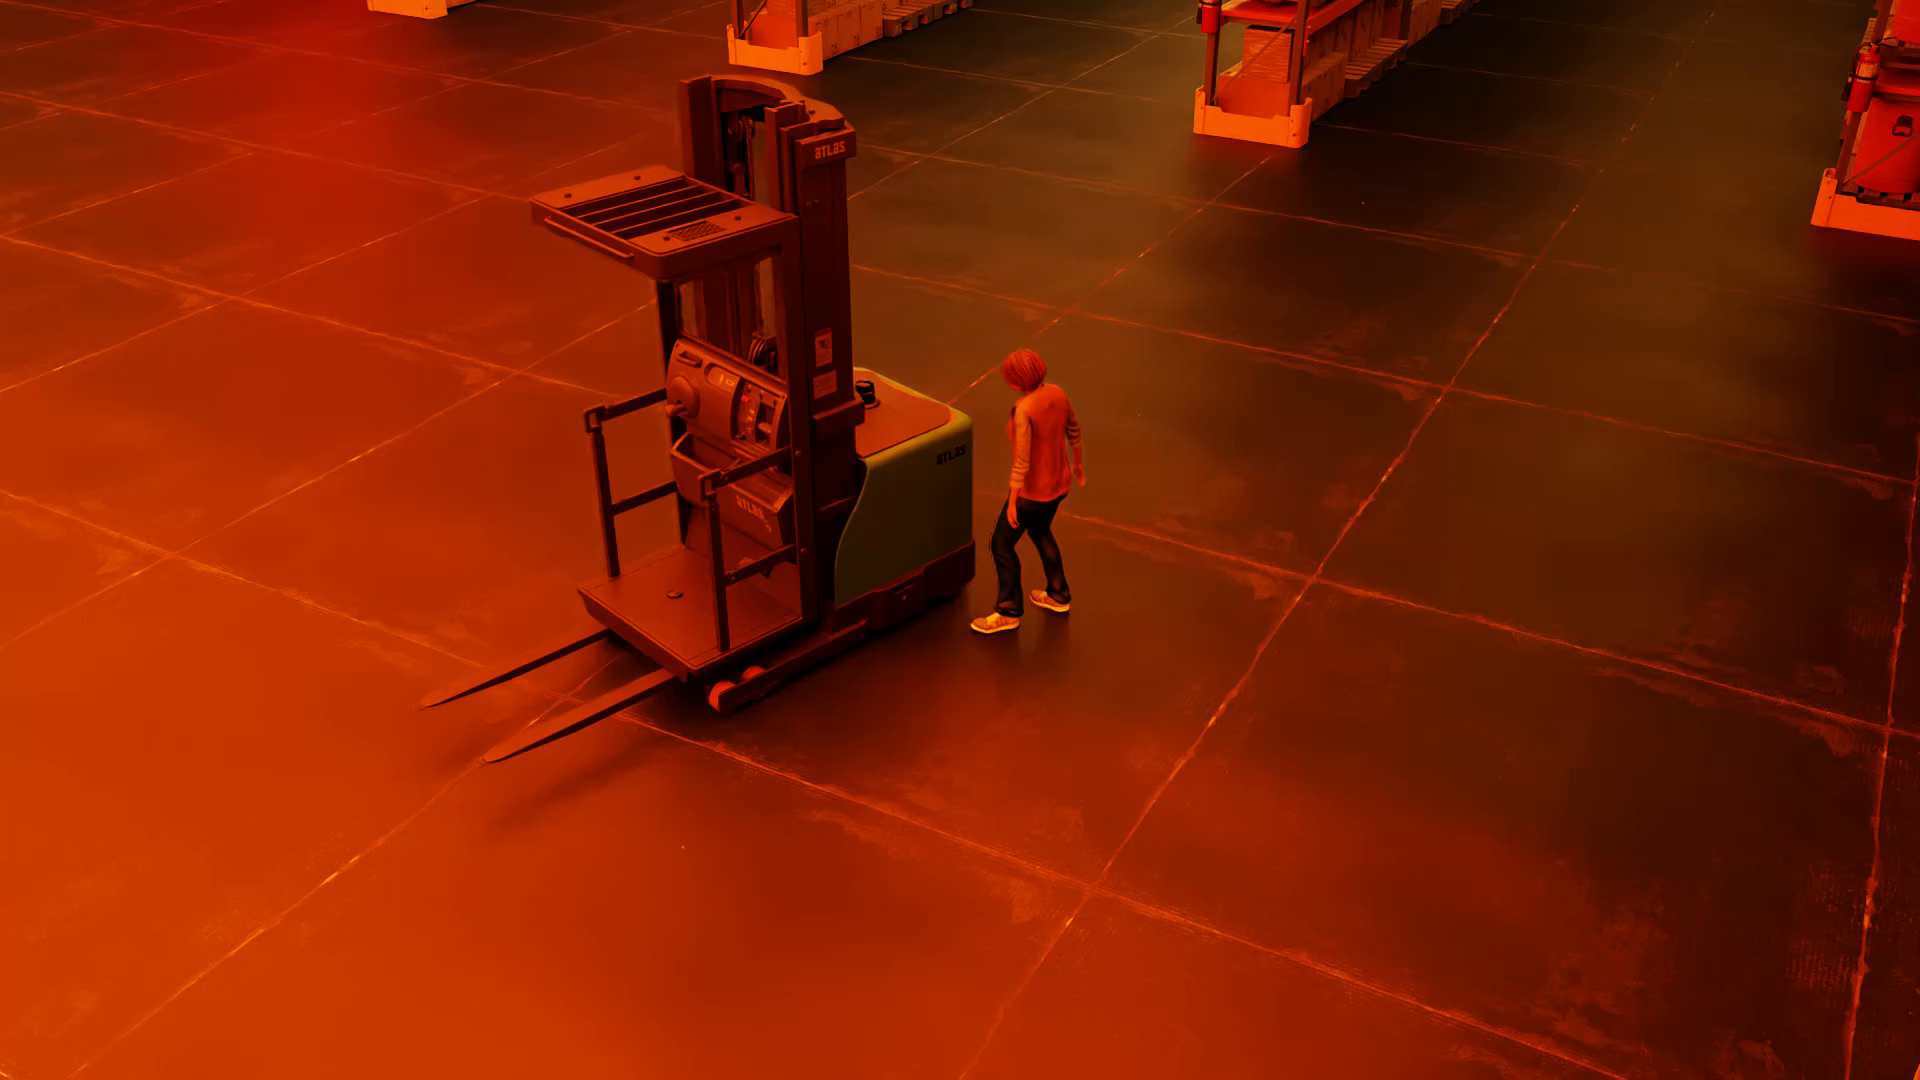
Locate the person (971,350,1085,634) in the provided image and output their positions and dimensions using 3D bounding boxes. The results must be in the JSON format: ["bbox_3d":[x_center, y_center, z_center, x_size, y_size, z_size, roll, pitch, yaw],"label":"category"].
[{"bbox_3d":[0.395,-0.269,8.919,0.381,1.566,0.728,20,36,31],"label":"person"}]

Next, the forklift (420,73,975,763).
[{"bbox_3d":[-1.330,-0.679,8.246,3.031,2.935,1.130,-25,38,-37],"label":"forklift"}]
